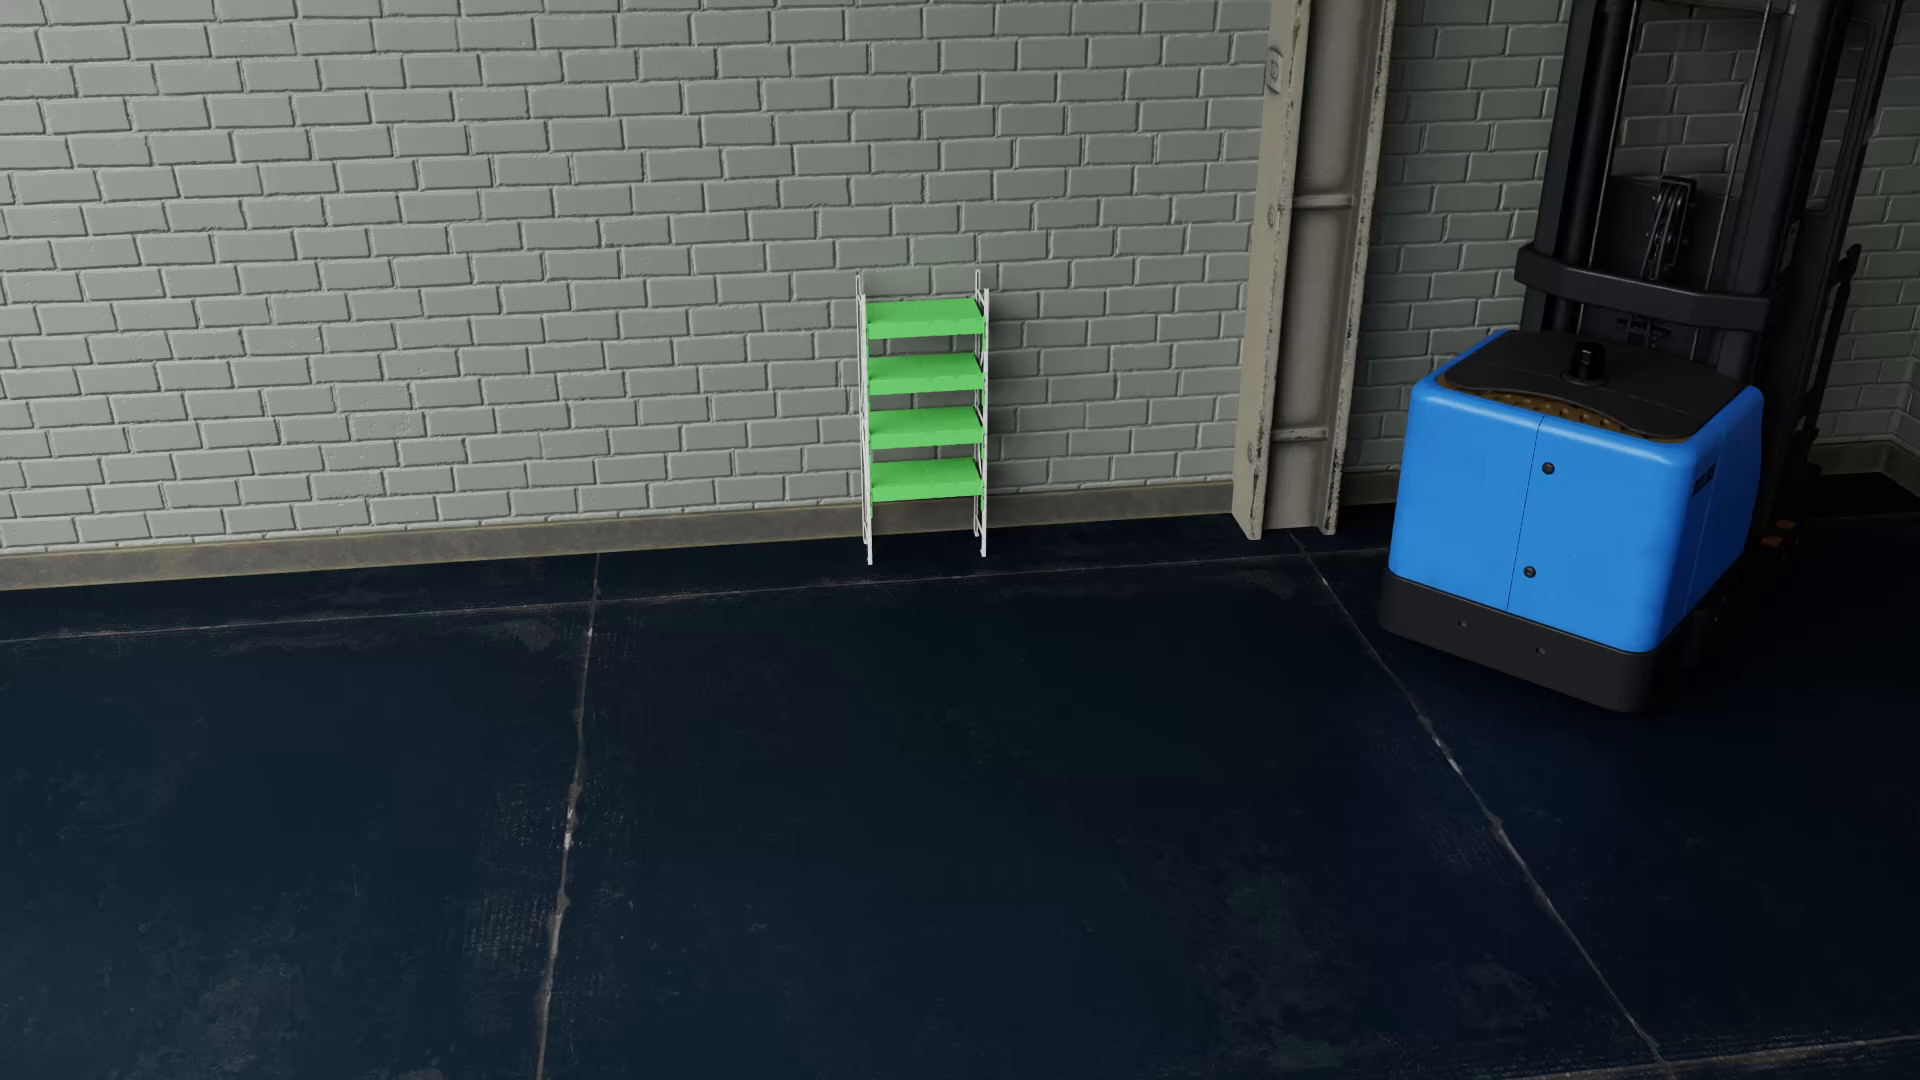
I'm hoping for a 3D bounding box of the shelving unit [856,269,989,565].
[{"bbox_3d":[-0.154,-0.497,6.898,0.503,1.200,0.258,-4,28,-8],"label":"shelving unit"}]

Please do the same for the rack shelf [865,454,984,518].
[{"bbox_3d":[-0.155,-0.229,7.042,0.480,0.148,0.258,-4,28,-8],"label":"rack shelf"}]

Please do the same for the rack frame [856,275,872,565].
[{"bbox_3d":[-0.395,-0.480,6.866,0.015,1.200,0.240,-4,28,-8],"label":"rack frame"}]

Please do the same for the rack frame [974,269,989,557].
[{"bbox_3d":[0.087,-0.513,6.931,0.015,1.200,0.240,-4,28,-8],"label":"rack frame"}]

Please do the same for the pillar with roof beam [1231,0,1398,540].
[{"bbox_3d":[2.036,-2.140,1.564,0.400,9.000,9.100,-4,27,-7],"label":"pillar with roof beam"}]

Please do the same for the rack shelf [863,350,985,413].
[{"bbox_3d":[-0.154,-0.652,6.815,0.480,0.148,0.258,-4,28,-8],"label":"rack shelf"}]

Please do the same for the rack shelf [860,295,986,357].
[{"bbox_3d":[-0.153,-0.863,6.702,0.480,0.148,0.258,-4,28,-8],"label":"rack shelf"}]

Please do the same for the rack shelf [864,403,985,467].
[{"bbox_3d":[-0.154,-0.441,6.929,0.480,0.148,0.258,-4,28,-8],"label":"rack shelf"}]

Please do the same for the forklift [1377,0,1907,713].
[{"bbox_3d":[2.952,-1.291,6.556,1.130,2.935,3.031,21,34,35],"label":"forklift"}]
